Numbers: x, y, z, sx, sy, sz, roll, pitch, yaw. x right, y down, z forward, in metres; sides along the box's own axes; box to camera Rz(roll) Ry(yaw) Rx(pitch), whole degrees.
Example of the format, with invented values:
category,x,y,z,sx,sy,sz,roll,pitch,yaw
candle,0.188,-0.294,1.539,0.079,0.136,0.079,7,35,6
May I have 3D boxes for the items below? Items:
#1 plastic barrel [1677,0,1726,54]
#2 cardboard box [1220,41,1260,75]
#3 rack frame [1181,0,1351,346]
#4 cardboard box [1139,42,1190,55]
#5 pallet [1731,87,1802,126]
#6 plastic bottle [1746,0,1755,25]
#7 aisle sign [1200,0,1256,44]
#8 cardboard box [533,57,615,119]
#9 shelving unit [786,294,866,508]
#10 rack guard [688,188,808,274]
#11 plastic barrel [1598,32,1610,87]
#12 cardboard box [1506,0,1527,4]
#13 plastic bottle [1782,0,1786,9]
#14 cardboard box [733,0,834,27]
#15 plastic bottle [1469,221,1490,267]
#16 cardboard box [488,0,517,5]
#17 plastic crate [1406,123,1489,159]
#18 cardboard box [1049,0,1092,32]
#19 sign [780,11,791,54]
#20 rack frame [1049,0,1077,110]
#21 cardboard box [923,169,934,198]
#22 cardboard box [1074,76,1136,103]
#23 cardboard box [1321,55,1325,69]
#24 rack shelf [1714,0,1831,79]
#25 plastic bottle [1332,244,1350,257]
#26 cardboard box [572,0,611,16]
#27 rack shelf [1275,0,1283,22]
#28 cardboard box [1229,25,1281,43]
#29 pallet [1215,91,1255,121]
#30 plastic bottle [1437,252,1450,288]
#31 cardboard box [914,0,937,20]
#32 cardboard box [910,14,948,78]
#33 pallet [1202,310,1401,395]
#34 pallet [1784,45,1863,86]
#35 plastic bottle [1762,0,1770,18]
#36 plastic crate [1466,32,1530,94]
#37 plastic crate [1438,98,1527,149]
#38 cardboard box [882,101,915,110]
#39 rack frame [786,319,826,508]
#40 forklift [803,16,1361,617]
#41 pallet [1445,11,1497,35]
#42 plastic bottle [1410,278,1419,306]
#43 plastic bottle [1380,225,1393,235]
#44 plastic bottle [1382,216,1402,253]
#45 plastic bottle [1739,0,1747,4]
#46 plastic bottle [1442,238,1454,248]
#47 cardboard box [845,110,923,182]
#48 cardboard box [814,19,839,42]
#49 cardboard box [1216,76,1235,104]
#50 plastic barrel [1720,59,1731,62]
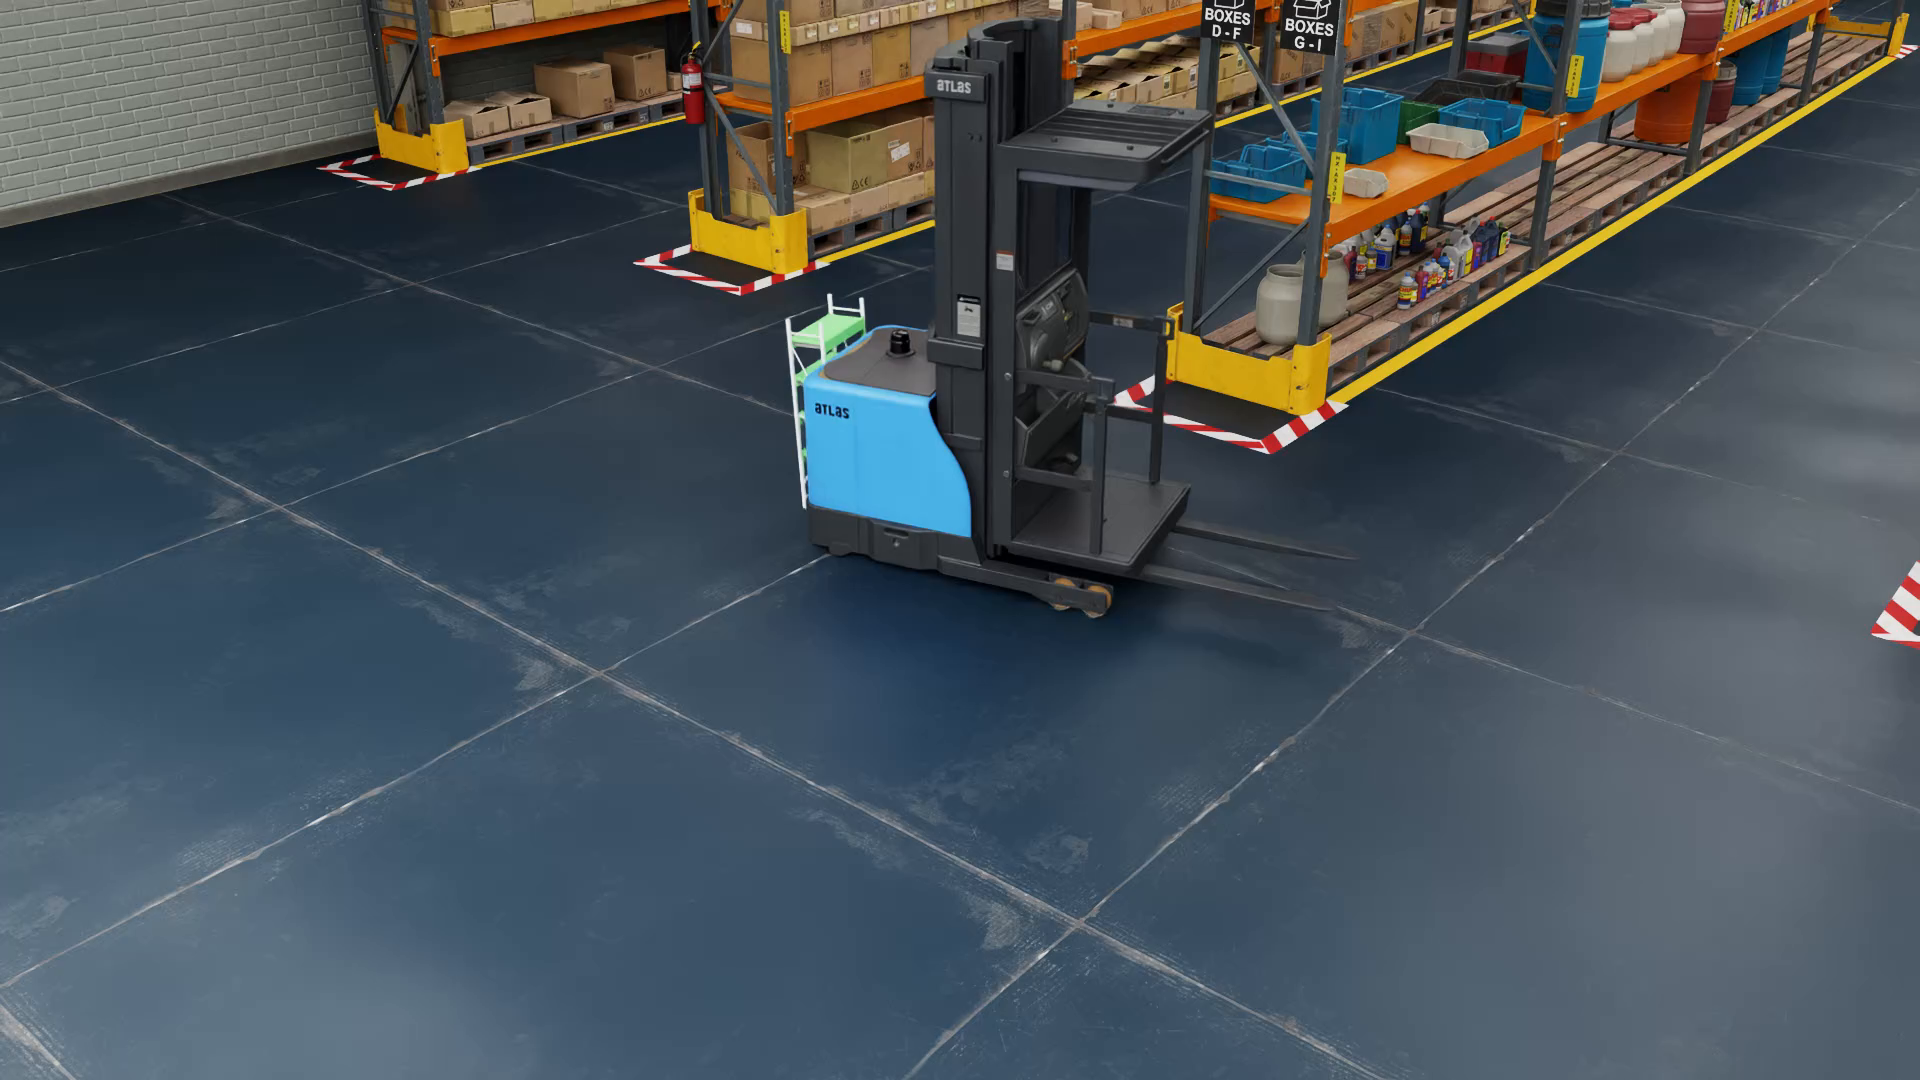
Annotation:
category,x,y,z,sx,sy,sz,roll,pitch,yaw
plastic barrel,7.023,-5.008,16.018,0.600,0.536,0.708,21,34,34
cardboard box,3.121,-5.606,19.248,0.500,0.311,0.500,22,34,36
rack frame,1.995,-2.364,11.055,1.000,3.000,0.127,21,34,34
cardboard box,2.377,-5.575,19.188,0.500,0.311,0.500,20,33,33
pallet,9.105,-5.119,19.415,1.003,0.211,1.213,21,34,34
plastic bottle,8.170,-5.488,17.220,0.061,0.283,0.133,21,34,34
aisle sign,1.720,-3.580,10.577,0.394,0.787,0.004,21,34,34
cardboard box,-4.272,-5.011,18.414,0.700,0.500,0.500,18,33,31
shelving unit,-0.765,-0.821,10.019,0.258,1.200,0.503,10,29,24
rack guard,-1.840,-2.694,14.414,1.175,0.500,0.348,21,34,34
plastic barrel,5.317,-4.118,14.297,0.433,0.535,0.433,0,27,0
cardboard box,8.197,-8.306,24.784,0.500,0.500,0.500,21,34,34
plastic bottle,8.936,-5.891,18.089,0.097,0.201,0.097,0,27,0
cardboard box,-1.484,-4.614,13.884,0.700,0.500,0.500,21,34,35
plastic bottle,4.230,-2.421,13.569,0.144,0.351,0.185,19,33,32
cardboard box,-4.792,-5.789,17.000,0.500,0.500,0.500,21,34,35
plastic crate,3.702,-3.015,12.601,0.530,0.136,0.437,21,34,34
cardboard box,0.999,-5.352,16.994,0.500,0.250,0.500,23,35,37
sign,-1.400,-4.068,13.322,0.100,0.325,0.005,21,34,34
rack frame,0.720,-5.231,16.598,1.000,3.000,0.127,21,34,34
cardboard box,-0.356,-3.435,15.661,0.500,0.250,0.500,21,34,34
cardboard box,1.497,-4.695,17.487,0.500,0.311,0.500,20,34,34
cardboard box,4.426,-6.176,20.666,0.500,0.500,0.500,20,34,34
rack shelf,8.356,-5.590,18.074,1.077,0.370,4.000,21,34,34
plastic bottle,3.007,-2.210,13.244,0.152,0.276,0.135,21,34,35
cardboard box,-4.123,-5.828,17.892,0.500,0.250,0.500,21,34,35
rack shelf,4.536,-7.039,20.875,1.077,0.370,4.000,21,34,34
cardboard box,3.678,-6.135,20.586,0.500,0.500,0.500,22,35,36
pallet,2.710,-5.131,19.438,1.003,0.211,1.213,21,34,34
plastic bottle,3.800,-2.128,13.090,0.097,0.271,0.097,0,27,0
cardboard box,-0.430,-4.767,14.885,0.380,0.149,0.250,21,34,35
cardboard box,-0.535,-4.569,15.209,0.700,0.500,0.500,22,35,36
pallet,2.528,-1.453,12.329,1.003,0.211,1.213,21,34,34
pallet,10.842,-6.087,21.286,1.003,0.211,1.213,21,34,34
plastic bottle,8.491,-5.696,17.631,0.152,0.276,0.135,21,34,34
plastic crate,4.612,-4.072,14.287,0.402,0.464,0.583,21,34,34
plastic crate,4.045,-3.245,12.919,0.499,0.251,0.616,21,34,34
cardboard box,-0.769,-3.924,15.791,0.500,0.500,0.500,21,34,34
rack frame,-0.871,-0.720,9.823,0.240,1.200,0.015,10,29,24
forklift,0.680,-1.166,8.814,3.031,2.935,1.130,12,30,21
pallet,7.022,-7.507,24.031,1.003,0.211,1.213,21,34,34
plastic bottle,3.455,-1.905,12.735,0.097,0.201,0.097,0,27,0
plastic bottle,3.521,-2.471,13.753,0.097,0.271,0.097,0,27,0
plastic bottle,3.586,-2.569,13.856,0.144,0.351,0.185,19,33,32
plastic bottle,8.392,-5.782,17.715,0.144,0.351,0.185,21,34,34
plastic bottle,3.929,-2.297,13.403,0.061,0.283,0.133,21,34,34
cardboard box,-0.687,-3.595,15.155,0.500,0.500,0.500,21,34,34
cardboard box,-1.243,-4.316,14.014,0.380,0.149,0.250,20,33,33
cardboard box,2.793,-5.173,19.021,0.500,0.250,0.500,20,34,34
plastic barrel,8.390,-5.087,18.570,0.421,0.512,0.421,0,27,0
